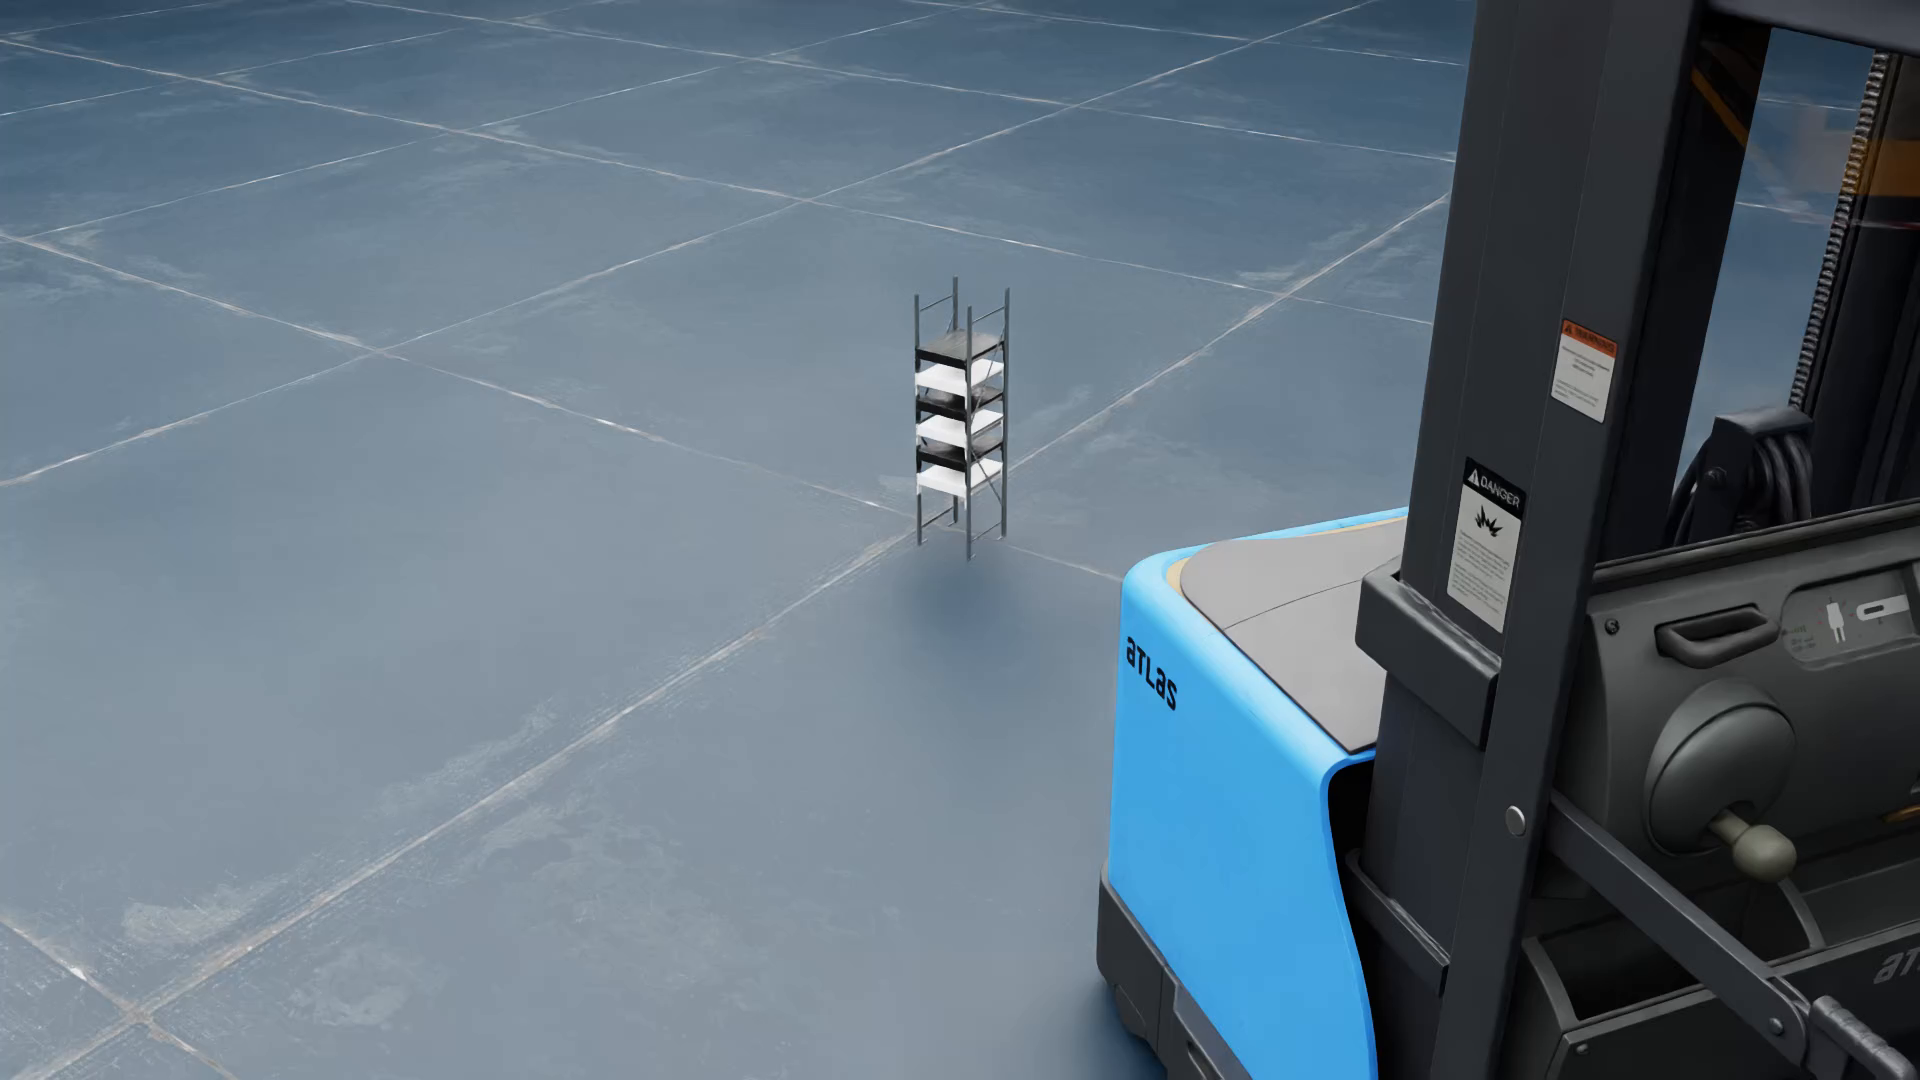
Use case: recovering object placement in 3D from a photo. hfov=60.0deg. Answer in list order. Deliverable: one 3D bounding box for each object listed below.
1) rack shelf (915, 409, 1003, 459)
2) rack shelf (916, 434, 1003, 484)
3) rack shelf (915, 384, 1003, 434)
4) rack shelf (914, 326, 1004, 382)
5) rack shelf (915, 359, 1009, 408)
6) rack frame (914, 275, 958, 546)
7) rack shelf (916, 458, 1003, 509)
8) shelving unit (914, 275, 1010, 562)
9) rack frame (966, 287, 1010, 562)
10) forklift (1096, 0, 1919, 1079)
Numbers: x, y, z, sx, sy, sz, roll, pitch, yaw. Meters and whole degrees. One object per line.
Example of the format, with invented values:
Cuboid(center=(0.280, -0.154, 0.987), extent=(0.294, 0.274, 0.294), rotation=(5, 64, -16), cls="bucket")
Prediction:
Cuboid(center=(0.007, -0.369, 5.557), extent=(0.200, 0.077, 0.258), rotation=(17, 32, 30), cls="rack shelf")
Cuboid(center=(0.007, -0.289, 5.598), extent=(0.200, 0.077, 0.258), rotation=(17, 32, 30), cls="rack shelf")
Cuboid(center=(0.007, -0.449, 5.516), extent=(0.200, 0.077, 0.258), rotation=(17, 32, 30), cls="rack shelf")
Cuboid(center=(0.007, -0.610, 5.434), extent=(0.200, 0.077, 0.258), rotation=(17, 32, 30), cls="rack shelf")
Cuboid(center=(0.007, -0.530, 5.475), extent=(0.200, 0.077, 0.258), rotation=(17, 32, 30), cls="rack shelf")
Cuboid(center=(-0.077, -0.425, 5.593), extent=(0.006, 0.900, 0.240), rotation=(17, 32, 30), cls="rack frame")
Cuboid(center=(0.007, -0.209, 5.639), extent=(0.200, 0.077, 0.258), rotation=(17, 32, 30), cls="rack shelf")
Cuboid(center=(0.007, -0.399, 5.542), extent=(0.210, 0.900, 0.258), rotation=(17, 32, 30), cls="shelving unit")
Cuboid(center=(0.090, -0.373, 5.490), extent=(0.006, 0.900, 0.240), rotation=(17, 32, 30), cls="rack frame")
Cuboid(center=(1.310, 0.229, 2.068), extent=(1.130, 2.935, 3.031), rotation=(-10, 29, -19), cls="forklift")
